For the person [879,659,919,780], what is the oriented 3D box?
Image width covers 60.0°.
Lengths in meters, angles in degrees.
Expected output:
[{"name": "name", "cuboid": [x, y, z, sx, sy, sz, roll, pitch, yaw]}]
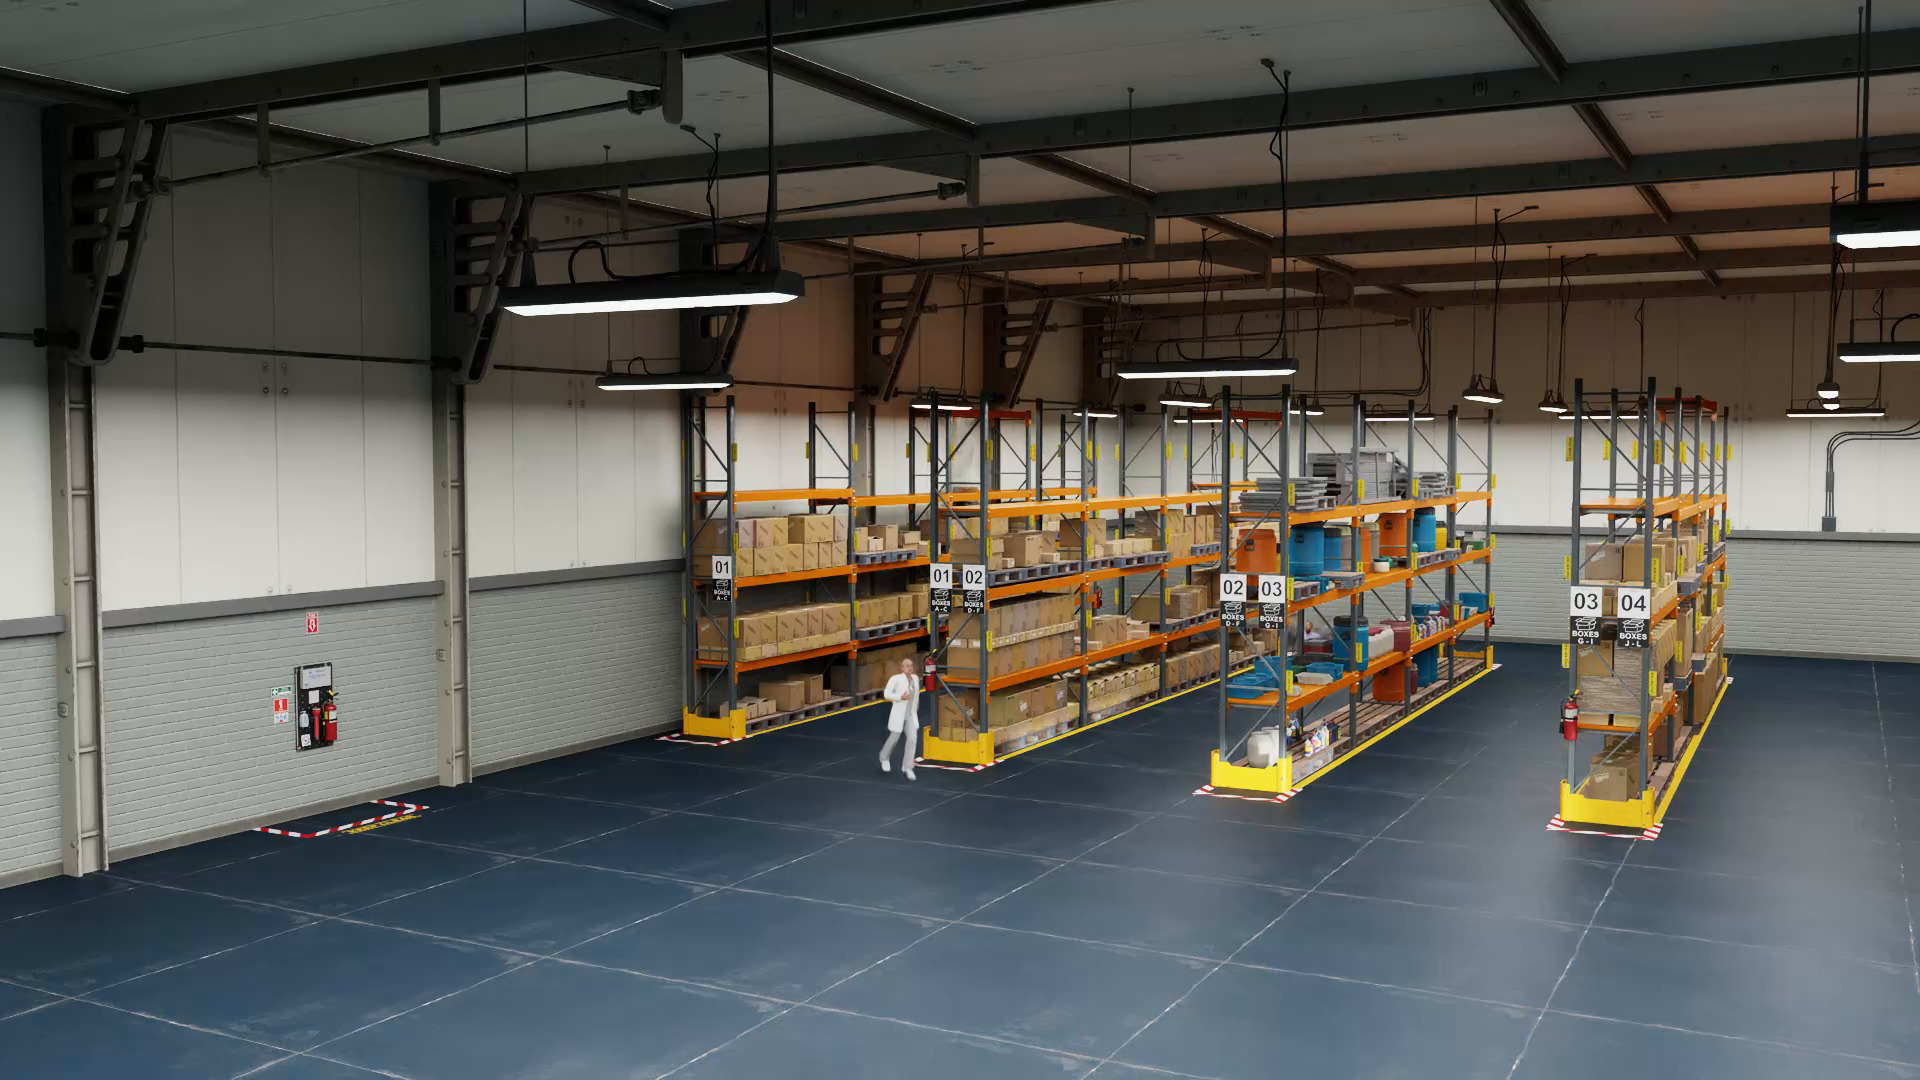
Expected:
[{"name": "person", "cuboid": [-0.876, 2.853, 25.826, 0.714, 1.617, 0.950, -2, 3, -30]}]

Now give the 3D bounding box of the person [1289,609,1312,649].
[{"name": "person", "cuboid": [8.464, 1.951, 41.807, 0.654, 1.651, 0.681, -2, 3, -29]}]

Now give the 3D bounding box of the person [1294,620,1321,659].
[{"name": "person", "cuboid": [7.076, 2.440, 33.829, 0.616, 1.596, 0.550, 1, 3, 25]}]
